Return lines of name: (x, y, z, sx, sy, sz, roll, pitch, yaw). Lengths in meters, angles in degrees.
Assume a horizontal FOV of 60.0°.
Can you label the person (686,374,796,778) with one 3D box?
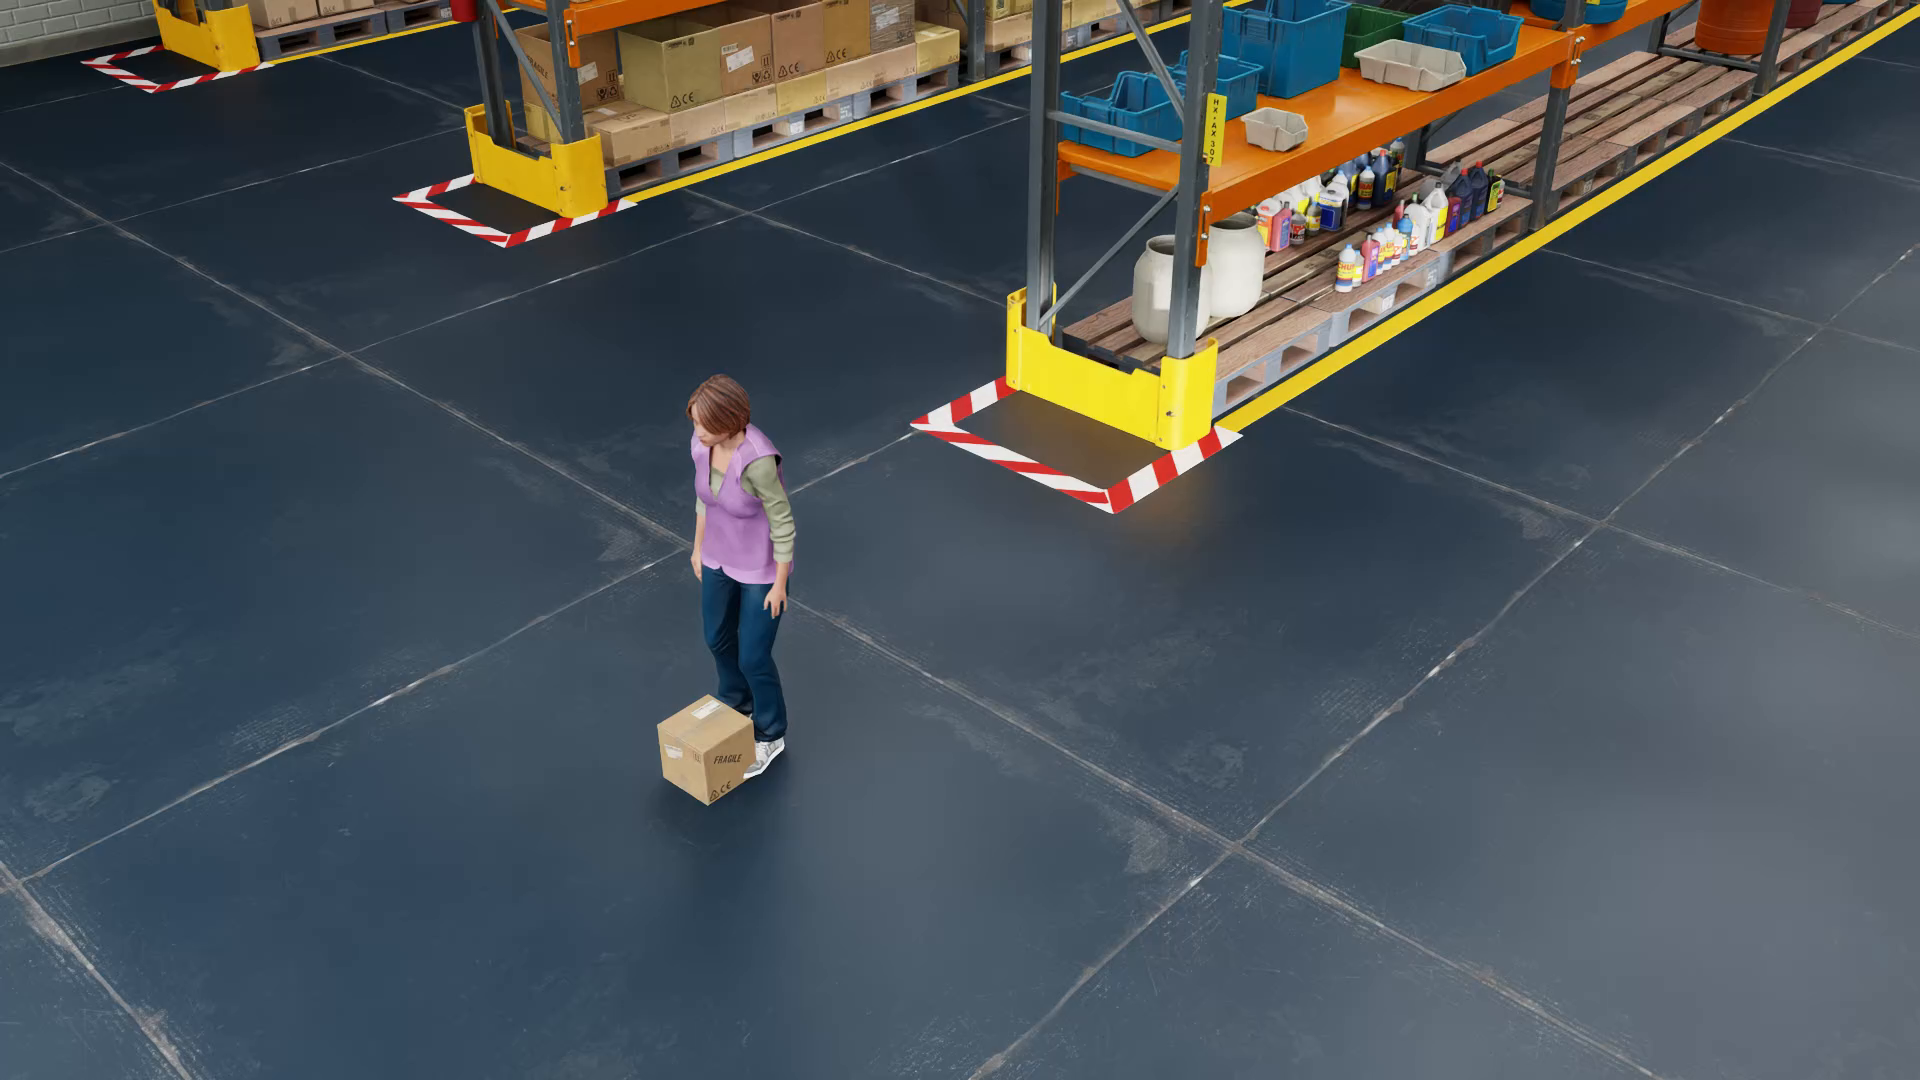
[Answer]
person: (-0.793, 0.120, 5.964, 0.469, 1.580, 0.377, 24, 39, 33)
